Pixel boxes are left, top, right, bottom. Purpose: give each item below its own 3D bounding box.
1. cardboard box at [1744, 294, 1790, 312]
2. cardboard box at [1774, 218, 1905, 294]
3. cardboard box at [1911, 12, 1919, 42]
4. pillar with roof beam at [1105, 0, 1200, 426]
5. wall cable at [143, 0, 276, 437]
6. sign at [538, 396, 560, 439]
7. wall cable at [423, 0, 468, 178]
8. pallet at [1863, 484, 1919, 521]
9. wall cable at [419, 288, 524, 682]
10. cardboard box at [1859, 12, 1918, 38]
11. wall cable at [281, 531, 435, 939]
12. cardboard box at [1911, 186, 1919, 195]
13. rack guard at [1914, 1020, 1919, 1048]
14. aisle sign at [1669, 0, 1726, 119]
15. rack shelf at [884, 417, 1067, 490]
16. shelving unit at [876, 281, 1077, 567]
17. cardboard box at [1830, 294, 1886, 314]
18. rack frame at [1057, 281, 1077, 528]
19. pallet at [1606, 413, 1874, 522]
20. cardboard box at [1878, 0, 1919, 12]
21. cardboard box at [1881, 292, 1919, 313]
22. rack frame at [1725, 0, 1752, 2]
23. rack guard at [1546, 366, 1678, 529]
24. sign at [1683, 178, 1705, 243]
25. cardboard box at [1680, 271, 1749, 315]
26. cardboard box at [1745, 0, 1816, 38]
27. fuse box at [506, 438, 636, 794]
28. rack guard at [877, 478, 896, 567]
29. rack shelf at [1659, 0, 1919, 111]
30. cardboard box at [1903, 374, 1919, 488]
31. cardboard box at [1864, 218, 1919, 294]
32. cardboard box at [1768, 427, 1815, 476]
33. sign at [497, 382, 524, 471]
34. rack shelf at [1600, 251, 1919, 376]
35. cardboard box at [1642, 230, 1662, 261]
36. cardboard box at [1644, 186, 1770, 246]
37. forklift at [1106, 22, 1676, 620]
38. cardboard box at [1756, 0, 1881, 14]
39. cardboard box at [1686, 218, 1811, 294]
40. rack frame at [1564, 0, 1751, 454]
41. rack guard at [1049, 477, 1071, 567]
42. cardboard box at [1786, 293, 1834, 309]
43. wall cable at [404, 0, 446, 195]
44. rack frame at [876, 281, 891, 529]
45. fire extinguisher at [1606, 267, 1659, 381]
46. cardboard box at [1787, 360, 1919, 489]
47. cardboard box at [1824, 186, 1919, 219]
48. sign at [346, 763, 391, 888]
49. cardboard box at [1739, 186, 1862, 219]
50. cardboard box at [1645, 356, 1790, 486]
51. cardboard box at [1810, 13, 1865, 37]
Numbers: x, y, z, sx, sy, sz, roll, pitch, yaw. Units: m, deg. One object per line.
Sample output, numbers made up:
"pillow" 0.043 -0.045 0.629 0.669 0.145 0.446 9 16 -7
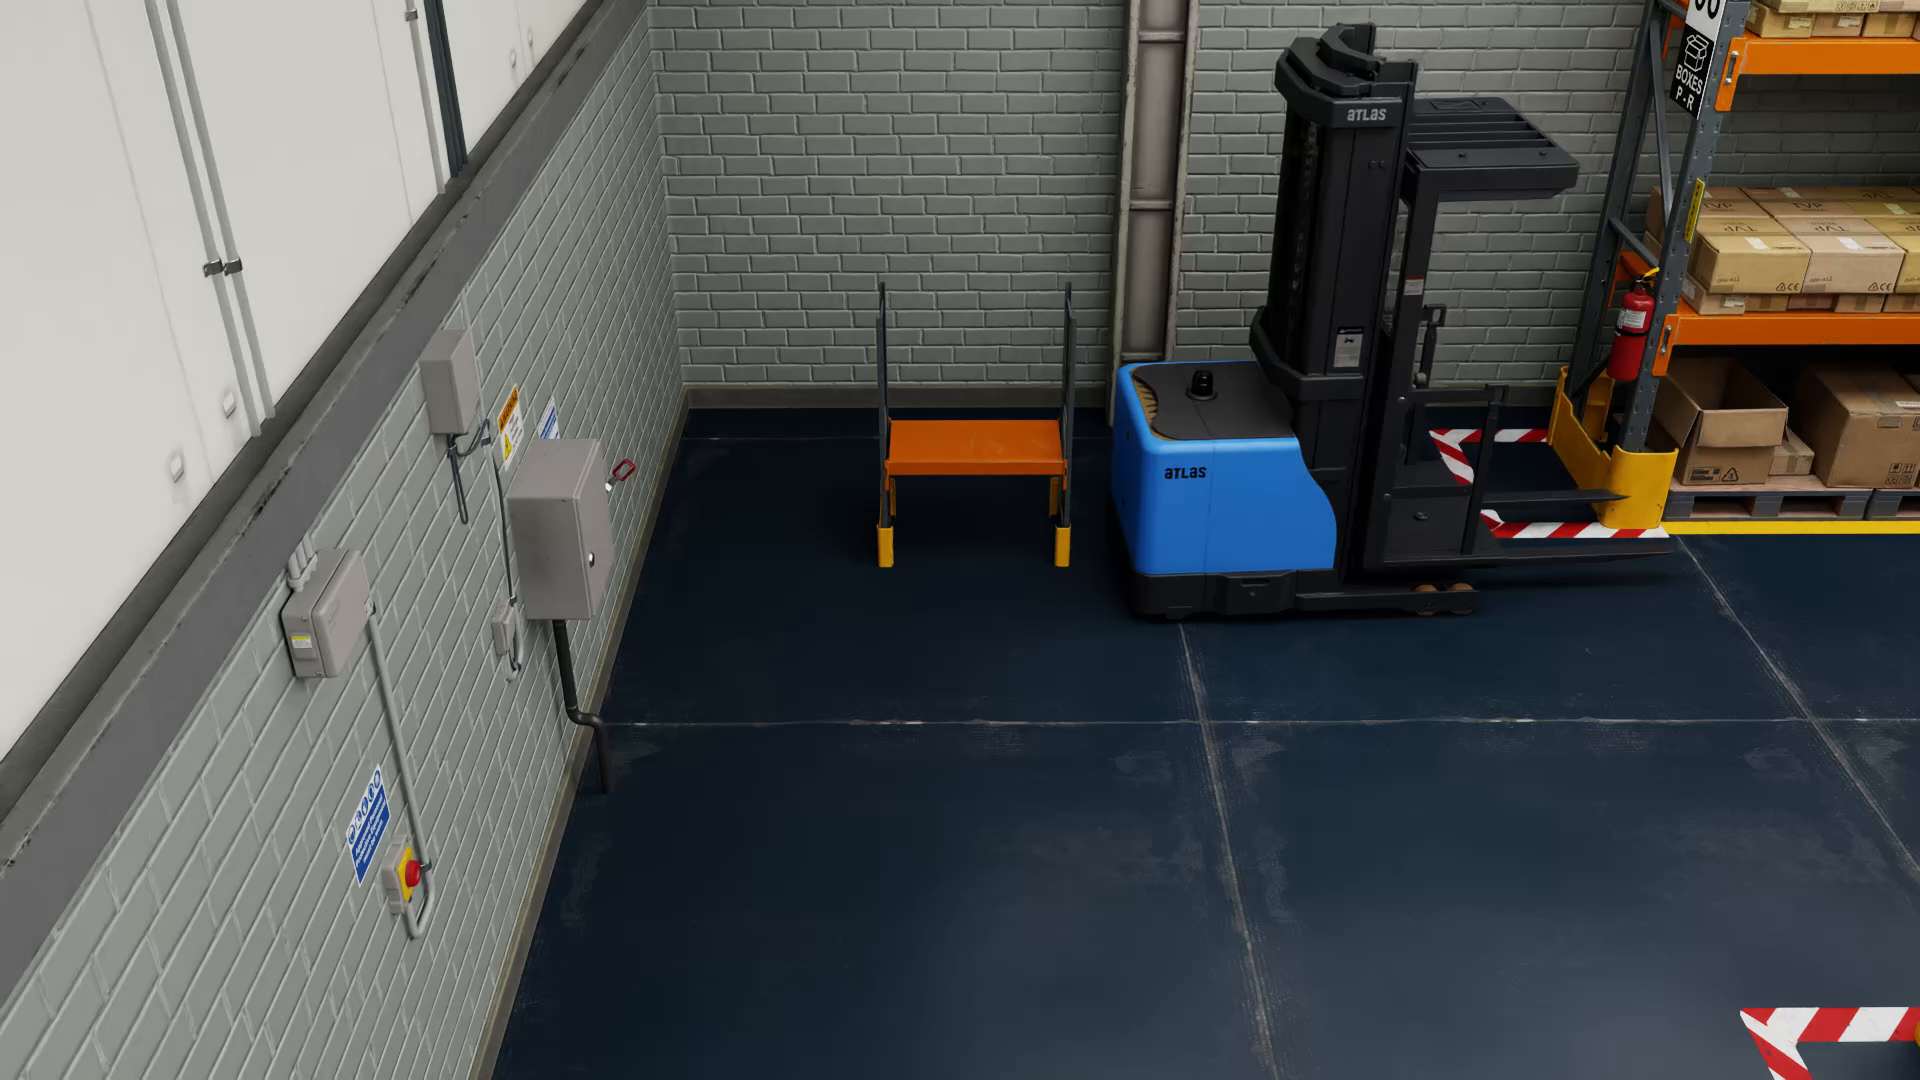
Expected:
"cardboard box" 4.452 -1.425 9.338 0.250 0.149 0.380 1 31 1
"cardboard box" 4.827 -1.575 9.201 0.500 0.250 0.500 0 31 0
"cardboard box" 4.956 -2.658 8.478 0.250 0.149 0.380 0 31 1
"pillar with roof beam" 1.192 -2.439 4.985 0.400 9.000 9.100 0 31 0
"wall cable" -1.785 -1.475 3.395 0.029 3.000 0.463 0 31 0
"sign" -1.814 -0.349 7.414 0.001 0.494 0.329 0 31 0
"wall cable" -1.766 -3.326 6.410 0.133 3.039 2.988 0 31 0
"pallet" 5.958 -0.462 10.197 1.213 0.211 1.003 0 31 0
"wall cable" -1.757 -0.214 6.121 0.122 1.984 0.588 0 31 0
"cardboard box" 4.707 -2.710 8.565 0.250 0.149 0.380 0 31 0
"wall cable" -1.737 0.508 4.900 0.123 1.953 0.585 0 31 0
"cardboard box" 5.860 -1.852 9.658 0.500 0.250 0.500 0 31 0
"rack guard" 3.877 1.995 5.869 0.348 0.500 1.175 0 31 0
"aisle sign" 3.801 -2.607 8.539 0.004 0.787 0.394 0 31 0
"rack shelf" 0.085 -0.488 9.344 1.000 0.185 0.538 0 31 0
"shelving unit" 0.076 -0.641 9.250 1.083 1.500 0.587 0 31 0
"cardboard box" 4.968 -1.413 9.318 0.250 0.149 0.380 1 31 1
"rack frame" 0.594 -0.643 9.253 0.032 1.500 0.500 0 31 0
"pallet" 4.741 -0.459 10.193 1.213 0.211 1.003 0 31 0
"cardboard box" 4.821 -2.866 8.437 0.500 0.250 0.500 0 31 1
"cardboard box" 5.233 -1.416 9.324 0.250 0.149 0.380 0 31 0
"rack frame" 3.868 -4.213 7.908 0.127 3.000 1.000 0 31 0
"rack guard" 3.944 -0.580 10.113 0.348 0.500 1.175 0 31 0
"sign" 3.871 -1.737 8.776 0.005 0.325 0.100 0 31 0
"cardboard box" 4.198 -1.400 9.297 0.250 0.149 0.380 0 31 -1
"cardboard box" 4.188 -2.704 8.554 0.250 0.149 0.380 0 31 1
"fuse box" -1.604 0.417 7.303 0.414 1.711 0.539 0 31 0
"rack guard" -0.422 -0.106 9.572 0.087 0.250 0.587 0 31 0
"rack shelf" 5.868 -2.630 8.883 4.000 0.370 1.077 0 31 0
"cardboard box" 5.864 -0.644 9.814 0.500 0.500 0.500 0 31 1
"cardboard box" 5.334 -1.578 9.206 0.500 0.250 0.500 -1 31 -1
"cardboard box" 4.905 -0.543 9.986 0.250 0.149 0.380 -1 31 -2
"sign" -1.811 -0.458 6.706 0.001 0.242 0.339 0 31 0
"rack shelf" 5.868 -1.347 9.661 4.000 0.370 1.077 0 31 0
"cardboard box" 4.198 -1.681 9.761 0.250 0.149 0.380 -1 31 -1
"cardboard box" 4.326 -1.851 9.656 0.500 0.250 0.500 1 31 1
"forklift" 2.389 -1.118 8.656 3.031 2.935 1.130 -2 31 -3
"cardboard box" 4.313 -2.854 8.417 0.500 0.250 0.500 -1 31 -1
"cardboard box" 4.323 -1.573 9.198 0.500 0.250 0.500 0 31 0
"rack frame" 3.868 -1.649 9.464 0.127 3.000 1.000 0 31 0
"rack guard" 0.574 -0.109 9.577 0.087 0.250 0.587 0 31 0
"cardboard box" 4.715 -1.444 9.369 0.250 0.149 0.380 -1 31 -1
"wall cable" -1.787 -1.865 4.038 0.029 3.000 2.355 0 31 0
"rack frame" -0.423 -0.640 9.248 0.032 1.500 0.500 0 31 0
"fire extinguisher" 3.723 -1.216 9.185 0.183 0.674 0.296 0 31 0
"cardboard box" 5.335 -0.695 9.897 0.500 0.500 0.700 1 31 2
"cardboard box" 5.337 -1.851 9.656 0.500 0.250 0.500 1 31 1
"sign" -1.798 0.866 5.060 0.001 0.218 0.327 0 31 0
"cardboard box" 4.842 -1.852 9.657 0.500 0.250 0.500 0 31 0
"cardboard box" 4.480 -0.714 9.925 0.637 0.503 0.797 -1 31 -2
"cardboard box" 4.450 -2.718 8.578 0.250 0.149 0.380 0 31 1
